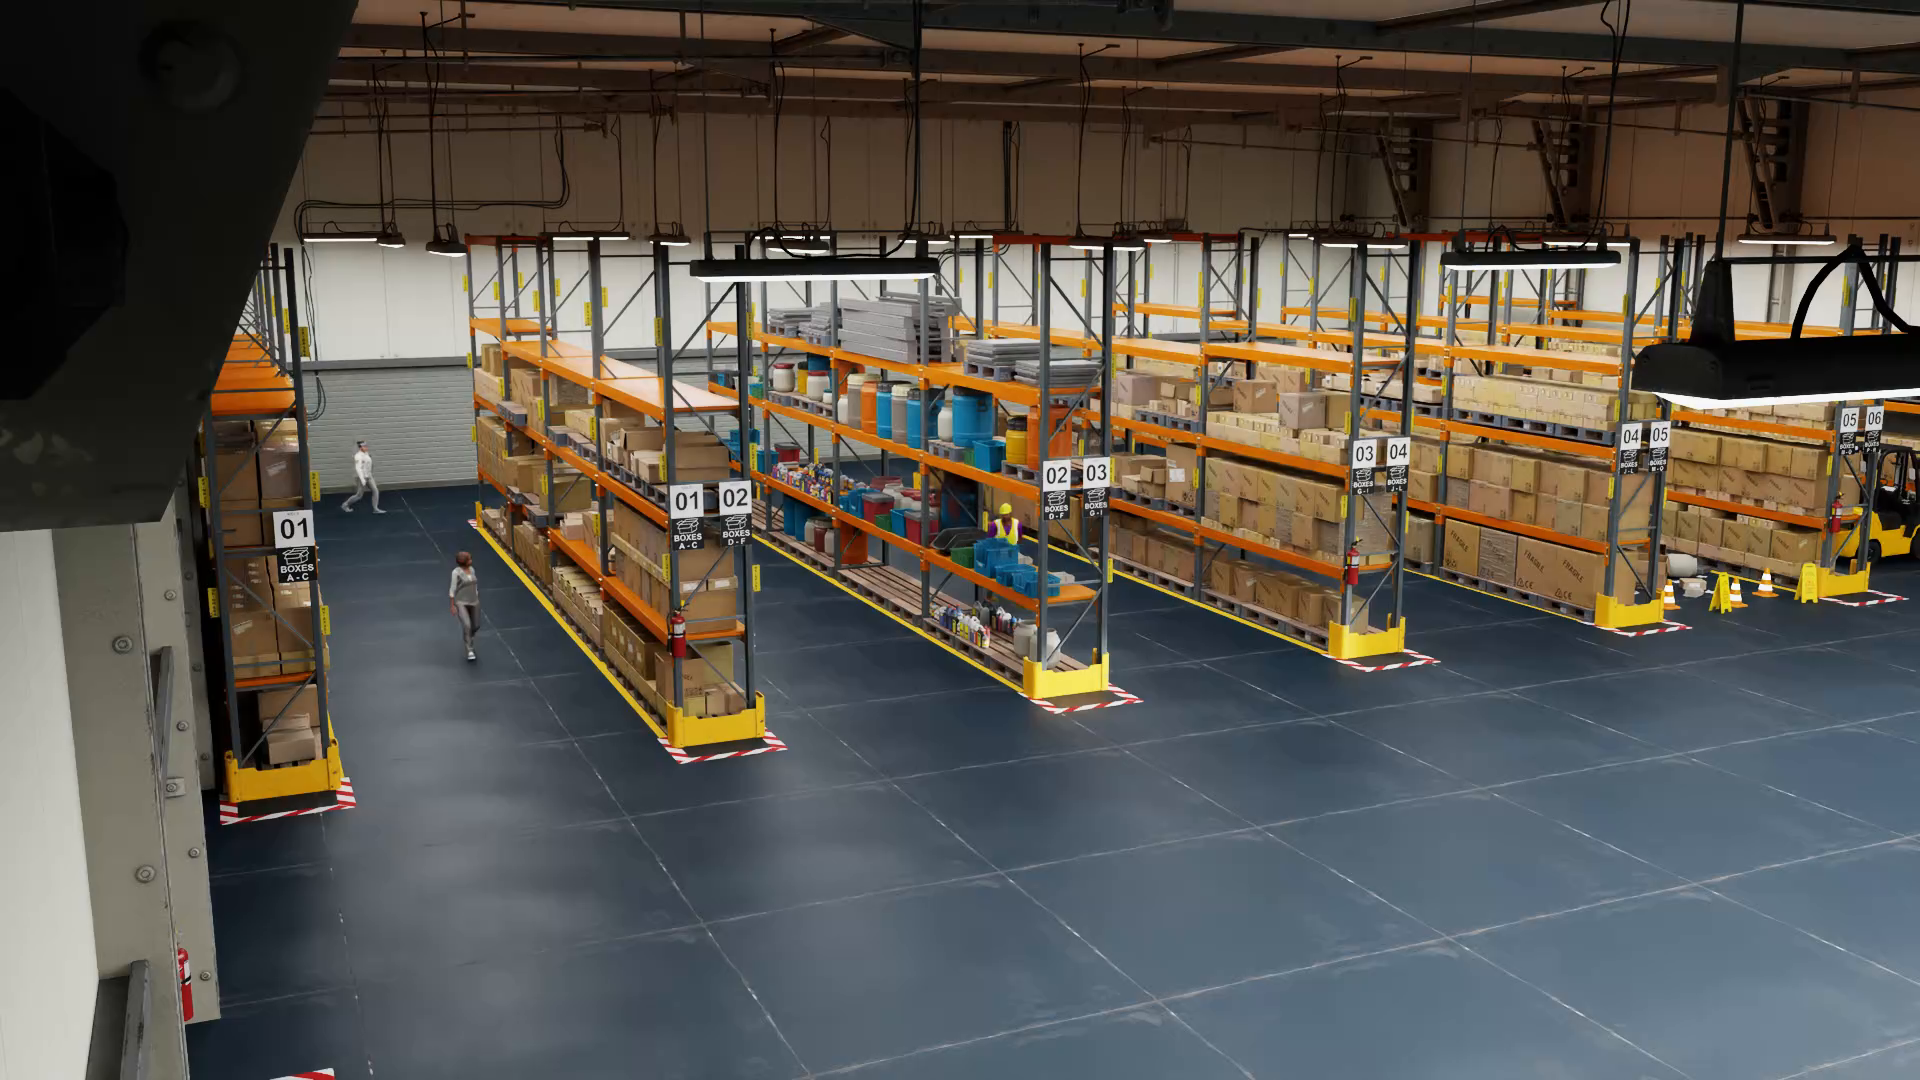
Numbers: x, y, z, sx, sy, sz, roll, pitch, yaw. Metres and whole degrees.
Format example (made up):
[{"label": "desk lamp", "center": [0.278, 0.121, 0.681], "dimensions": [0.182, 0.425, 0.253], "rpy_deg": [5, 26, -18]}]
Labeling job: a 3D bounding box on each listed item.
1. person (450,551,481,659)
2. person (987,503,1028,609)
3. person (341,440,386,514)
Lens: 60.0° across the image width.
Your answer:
[{"label": "person", "center": [-7.224, 0.920, 24.203], "dimensions": [0.431, 1.561, 0.703], "rpy_deg": [-7, 13, -31]}, {"label": "person", "center": [0.774, 0.249, 27.240], "dimensions": [0.674, 1.722, 0.993], "rpy_deg": [-6, 13, -30]}, {"label": "person", "center": [-12.888, -1.355, 35.824], "dimensions": [0.897, 1.618, 0.537], "rpy_deg": [0, 11, 2]}]
